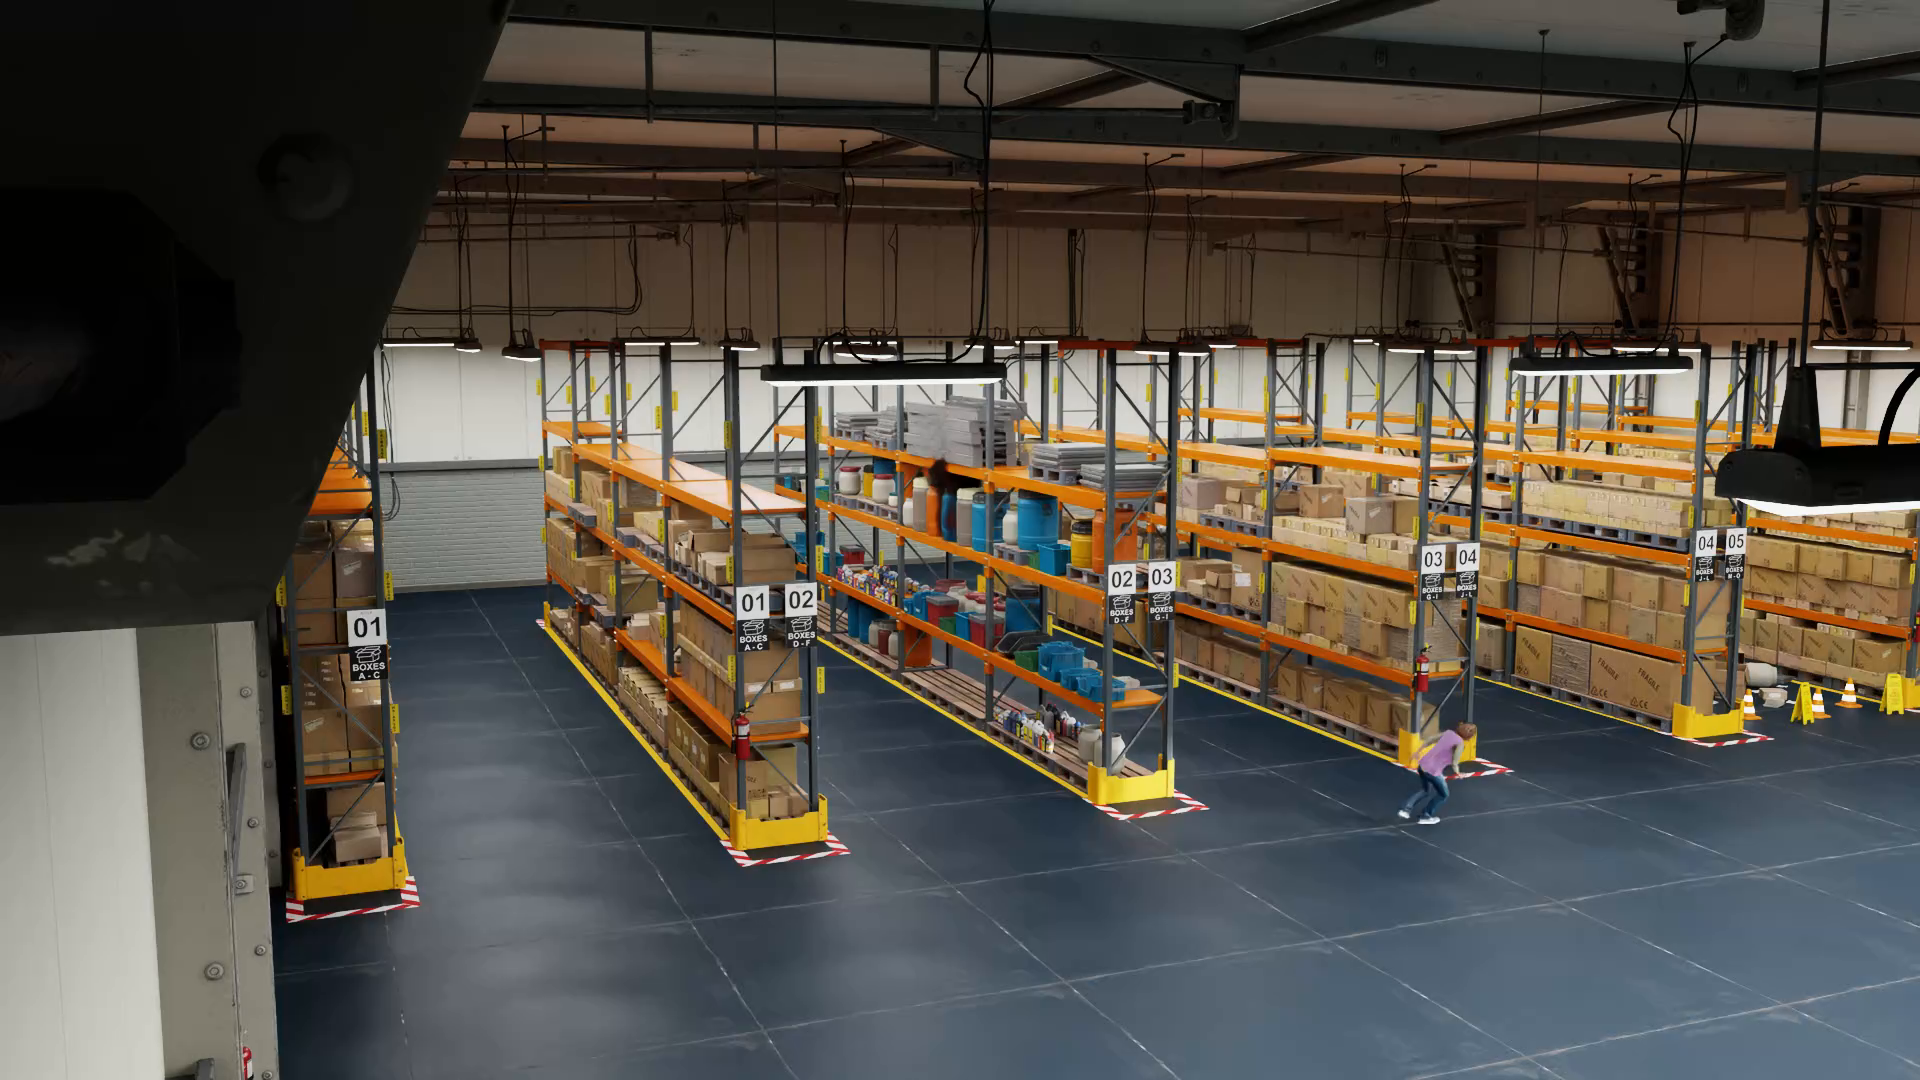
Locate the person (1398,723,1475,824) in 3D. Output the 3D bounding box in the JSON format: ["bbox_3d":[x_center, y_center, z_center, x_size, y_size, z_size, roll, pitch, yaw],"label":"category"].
[{"bbox_3d":[6.021,2.955,20.998,0.885,1.327,0.543,-1,8,-11],"label":"person"}]

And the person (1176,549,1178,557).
[{"bbox_3d":[4.580,0.665,37.232,0.675,1.682,0.714,-5,9,-36],"label":"person"}]

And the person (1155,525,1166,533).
[{"bbox_3d":[5.000,0.149,41.311,0.634,1.681,0.618,-4,8,-28],"label":"person"}]
